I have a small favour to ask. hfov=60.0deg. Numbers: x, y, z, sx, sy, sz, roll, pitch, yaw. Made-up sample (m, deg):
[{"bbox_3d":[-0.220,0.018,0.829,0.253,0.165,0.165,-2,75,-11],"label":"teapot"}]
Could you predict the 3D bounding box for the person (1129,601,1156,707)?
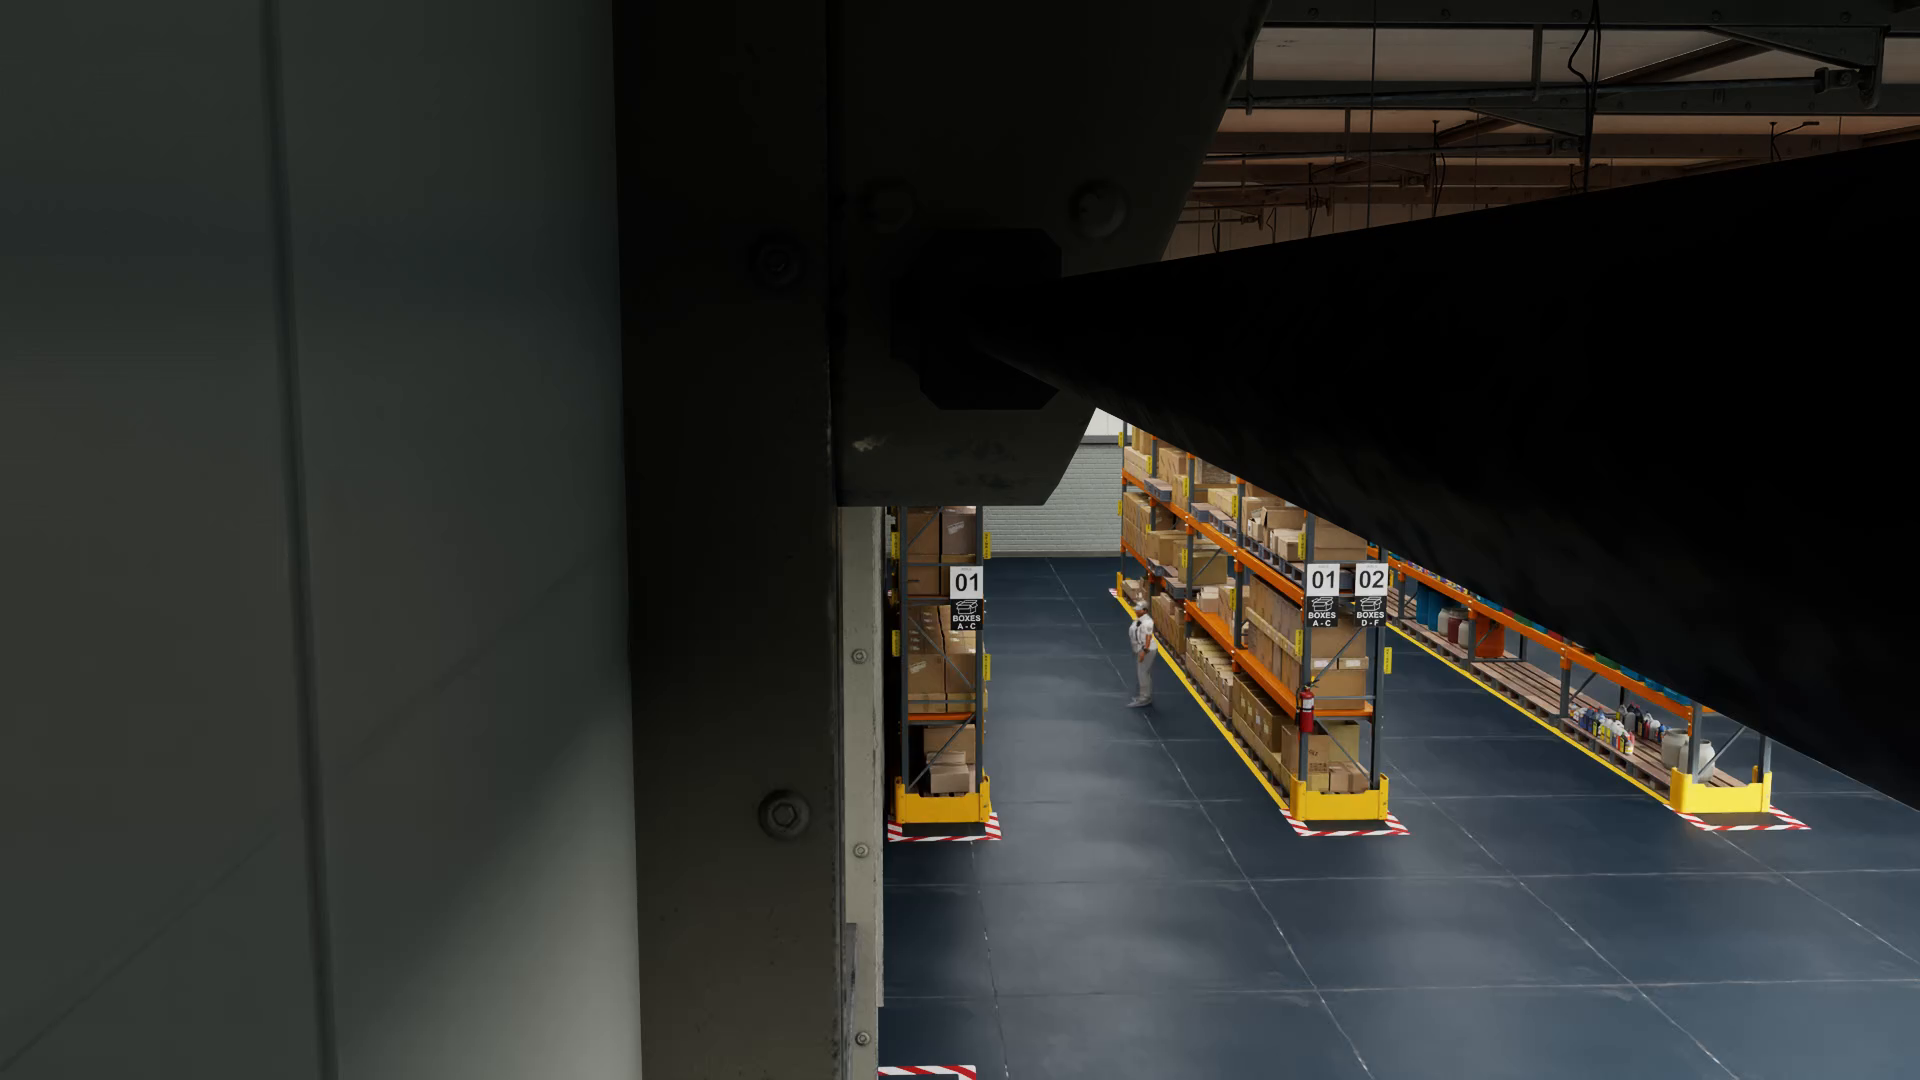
[{"bbox_3d":[2.881,1.791,26.469,0.440,1.668,0.502,-2,8,-13],"label":"person"}]
